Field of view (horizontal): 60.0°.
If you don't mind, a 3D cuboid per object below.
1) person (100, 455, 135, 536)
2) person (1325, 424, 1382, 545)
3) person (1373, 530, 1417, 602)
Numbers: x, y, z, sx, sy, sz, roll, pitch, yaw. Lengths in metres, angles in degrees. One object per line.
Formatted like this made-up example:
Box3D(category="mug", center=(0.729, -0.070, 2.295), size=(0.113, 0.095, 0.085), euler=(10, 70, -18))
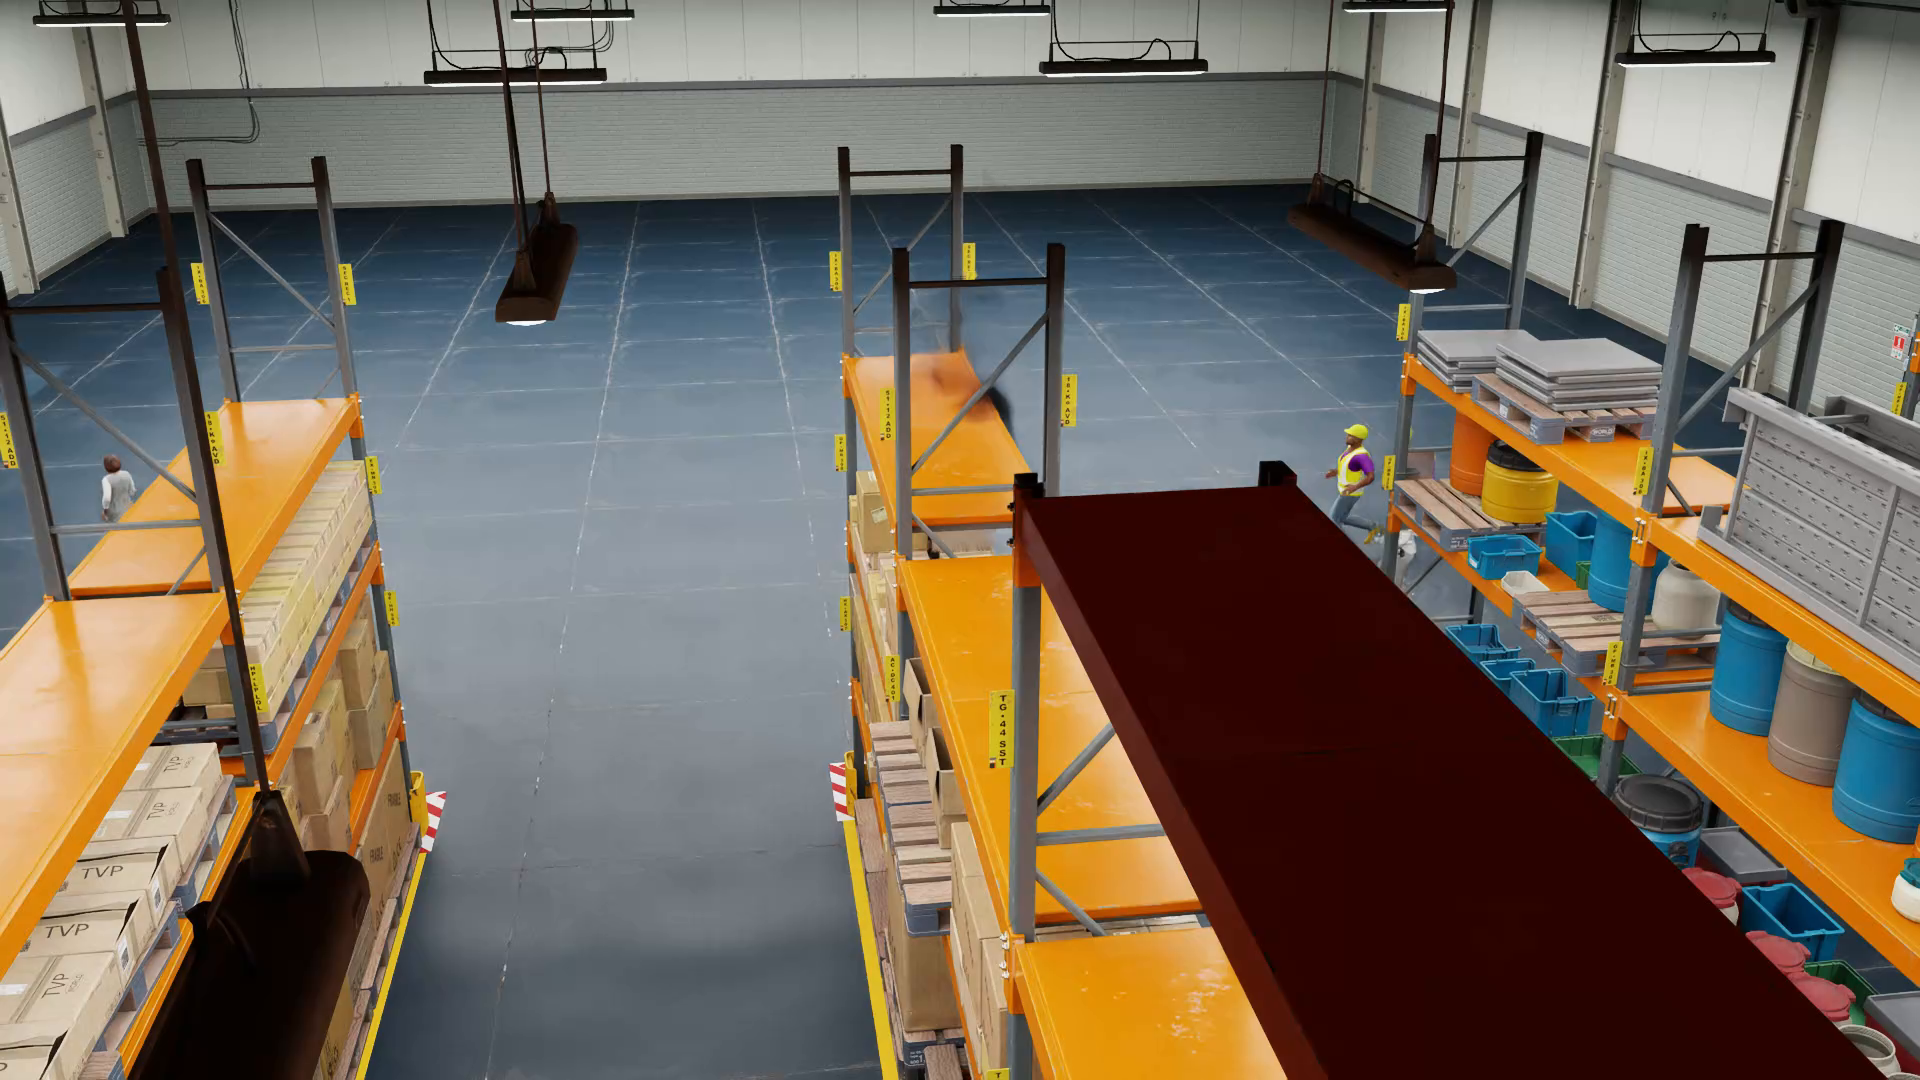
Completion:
Box3D(category="person", center=(-10.146, -0.251, 20.107), size=(0.702, 1.641, 0.507), euler=(16, 27, 36))
Box3D(category="person", center=(4.923, -0.610, 20.840), size=(0.824, 1.747, 0.686), euler=(2, 22, 5))
Box3D(category="person", center=(5.013, 0.134, 19.055), size=(0.559, 1.659, 0.603), euler=(6, 22, 14))
